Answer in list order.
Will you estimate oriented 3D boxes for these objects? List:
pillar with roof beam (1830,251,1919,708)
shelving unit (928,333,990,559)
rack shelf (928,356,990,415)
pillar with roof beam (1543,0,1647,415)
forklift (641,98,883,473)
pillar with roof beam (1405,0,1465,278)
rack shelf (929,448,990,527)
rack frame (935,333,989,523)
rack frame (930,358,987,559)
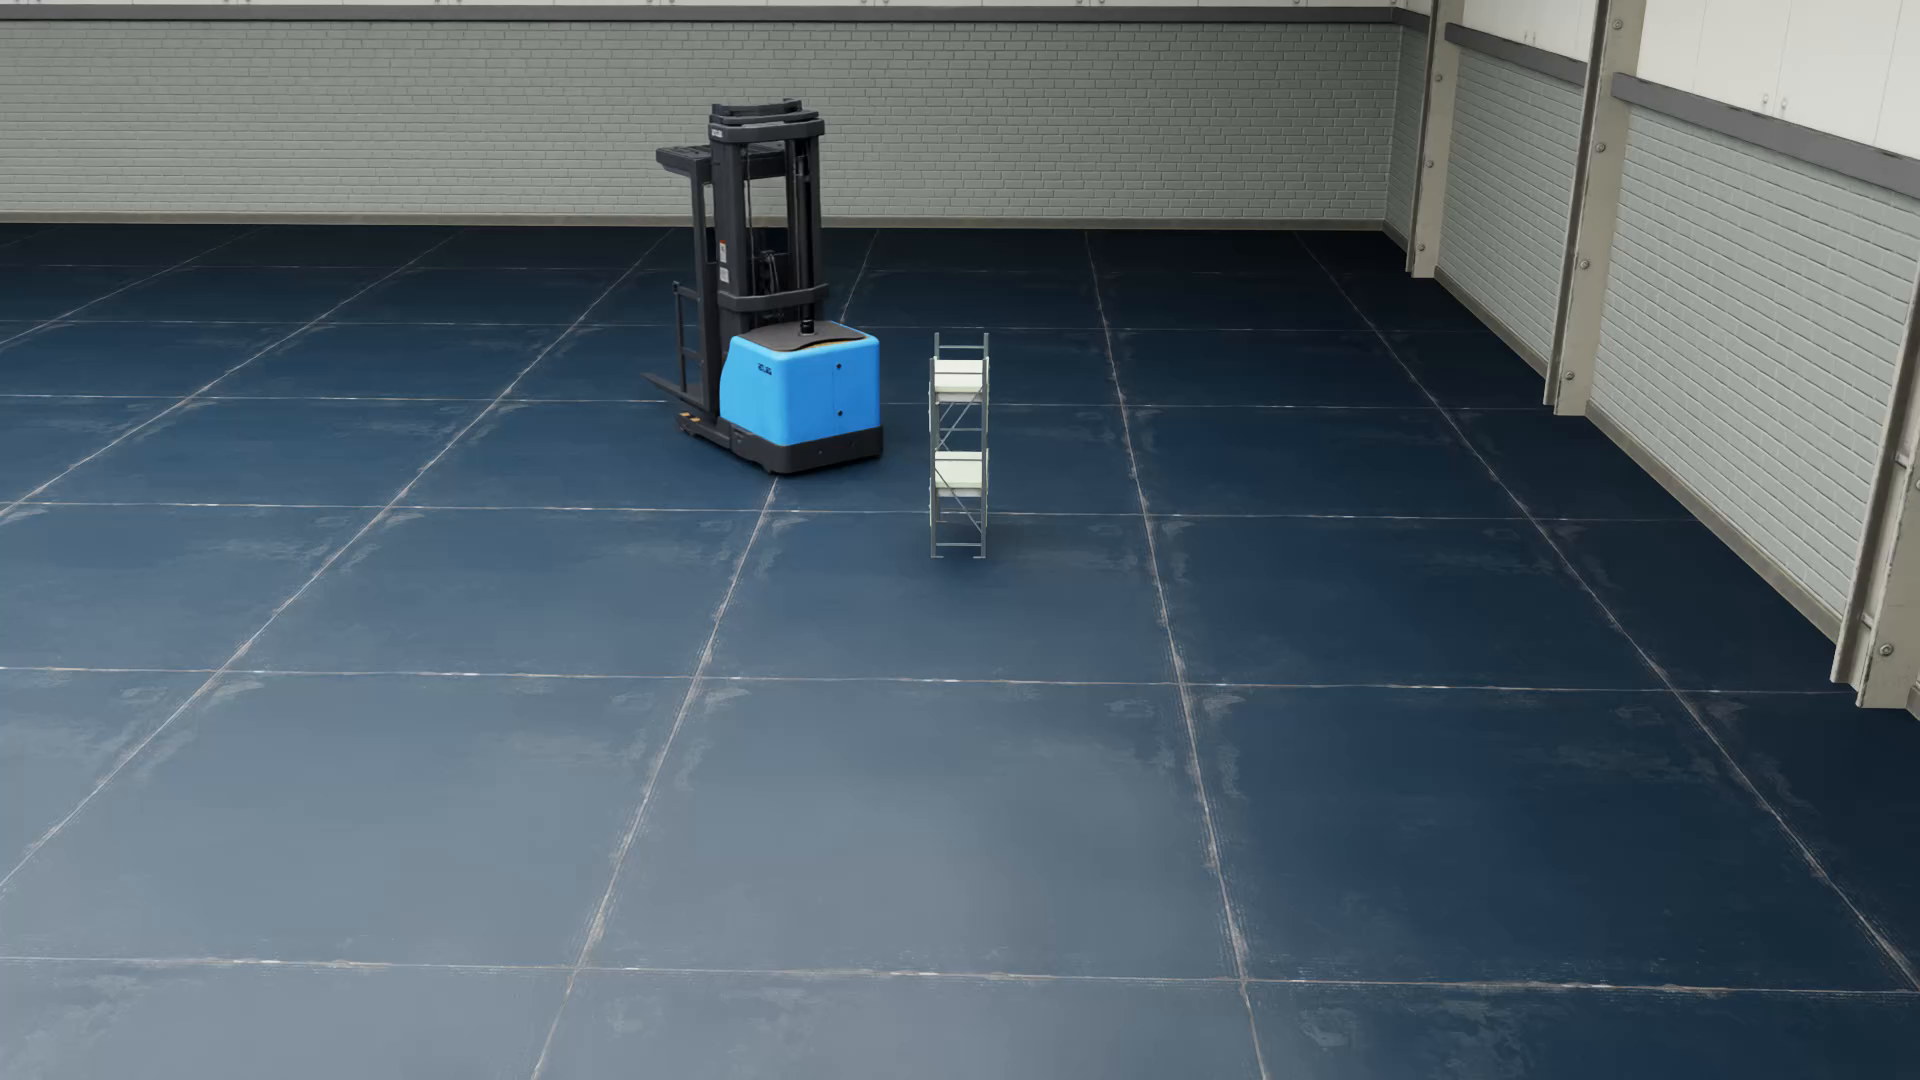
[{"bbox_3d":[1.236,-3.310,8.619,9.100,9.000,0.400,1,21,2],"label":"pillar with roof beam"},{"bbox_3d":[0.000,-0.702,12.264,0.431,1.500,0.755,1,21,2],"label":"shelving unit"},{"bbox_3d":[0.000,-1.065,12.123,0.431,0.370,0.720,1,21,2],"label":"rack shelf"},{"bbox_3d":[1.419,-5.479,14.210,9.100,9.000,0.400,1,21,2],"label":"pillar with roof beam"},{"bbox_3d":[-1.928,-2.389,14.634,1.130,2.935,3.031,-15,26,-33],"label":"forklift"},{"bbox_3d":[1.601,-7.648,19.801,9.100,9.000,0.400,1,21,2],"label":"pillar with roof beam"},{"bbox_3d":[0.000,-0.398,12.382,0.431,0.370,0.720,1,21,2],"label":"rack shelf"},{"bbox_3d":[0.011,-0.834,12.605,0.400,1.500,0.023,1,21,2],"label":"rack frame"},{"bbox_3d":[-0.011,-0.569,11.923,0.400,1.500,0.023,1,21,2],"label":"rack frame"}]
